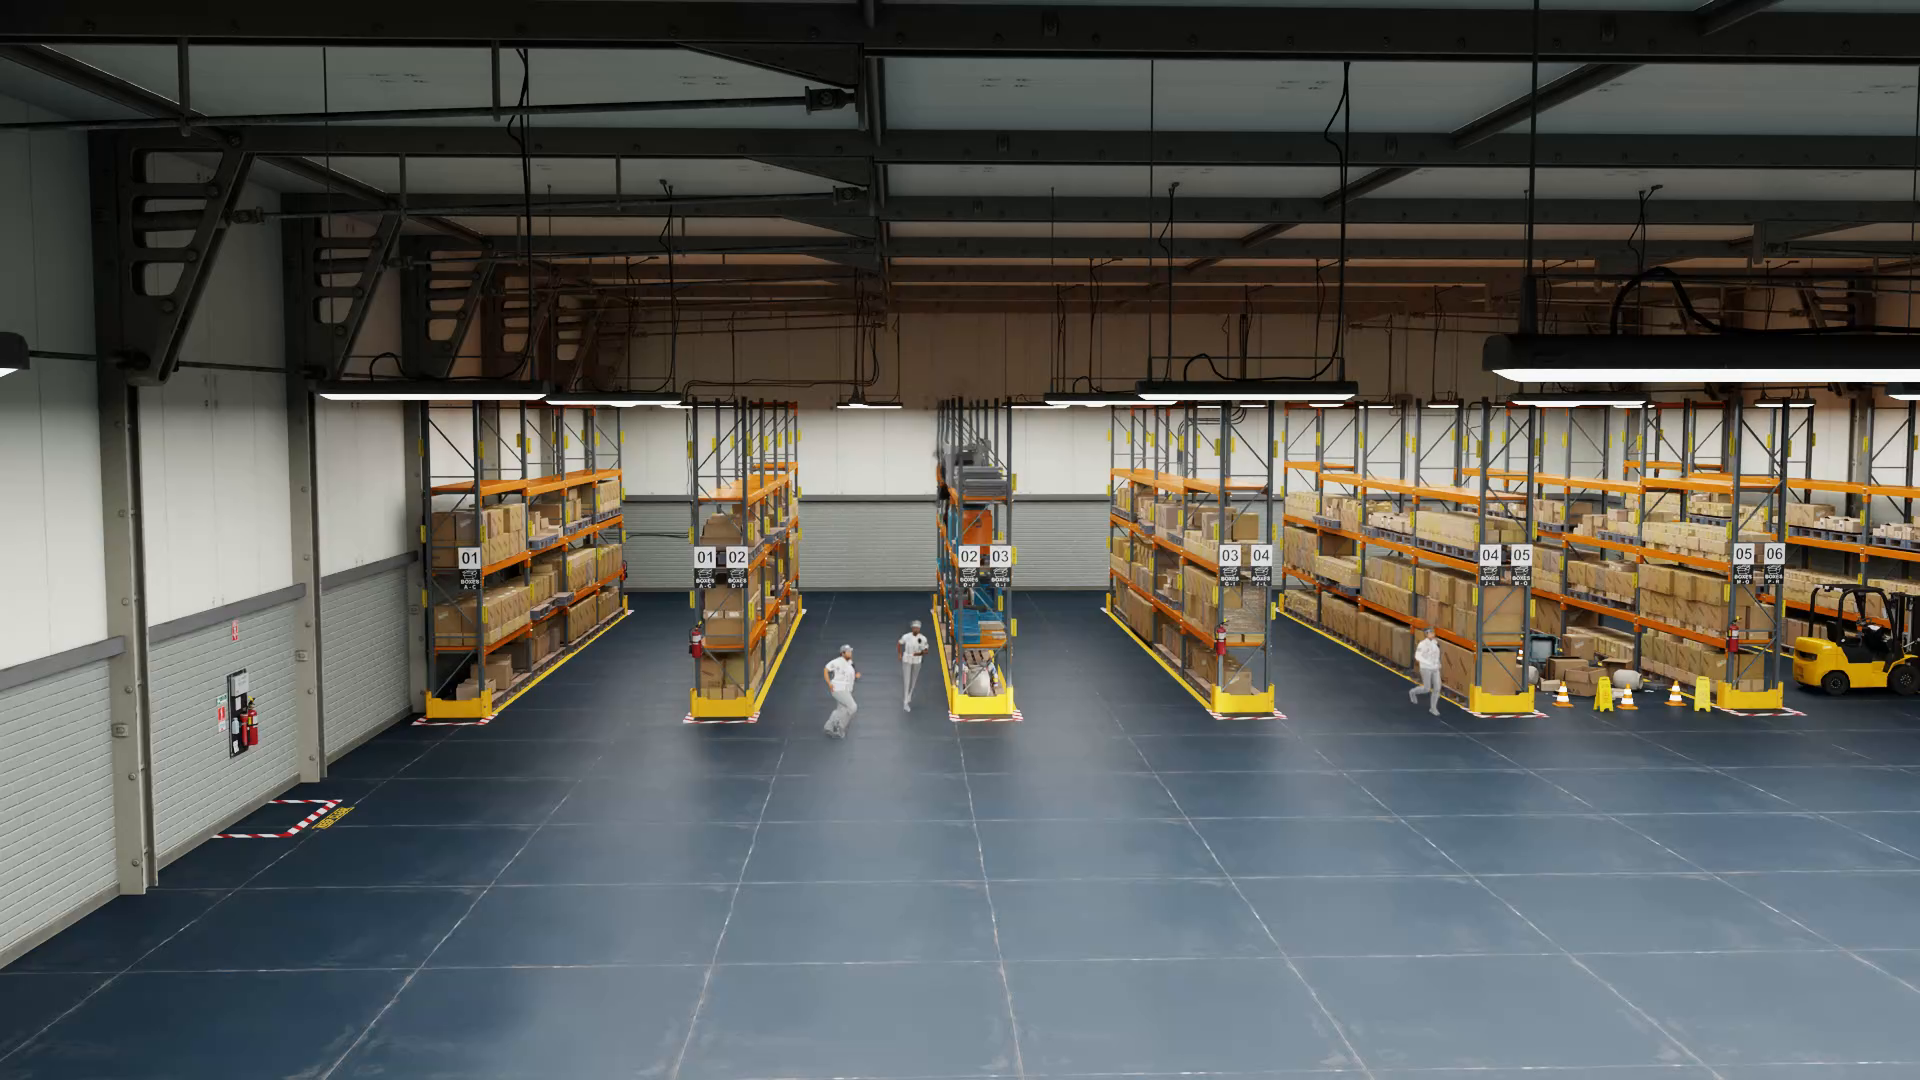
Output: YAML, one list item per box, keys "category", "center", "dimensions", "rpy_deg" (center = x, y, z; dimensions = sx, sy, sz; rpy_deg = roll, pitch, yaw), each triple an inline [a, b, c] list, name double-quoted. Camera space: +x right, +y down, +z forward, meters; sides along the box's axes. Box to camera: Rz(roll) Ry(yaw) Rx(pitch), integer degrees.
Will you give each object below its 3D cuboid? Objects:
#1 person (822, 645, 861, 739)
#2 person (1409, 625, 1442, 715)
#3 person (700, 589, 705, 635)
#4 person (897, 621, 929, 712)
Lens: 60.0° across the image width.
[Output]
- category: "person"
  center: [-2.073, 2.653, 29.129]
  dimensions: [0.734, 1.642, 0.583]
  rpy_deg: [2, 5, 21]
- category: "person"
  center: [8.912, 2.460, 31.688]
  dimensions: [0.627, 1.700, 0.789]
  rpy_deg: [-2, 5, -28]
- category: "person"
  center: [-6.454, 1.569, 42.460]
  dimensions: [0.691, 1.763, 0.799]
  rpy_deg: [0, 4, -1]
- category: "person"
  center: [-0.913, 2.401, 32.189]
  dimensions: [0.570, 1.710, 0.901]
  rpy_deg: [-1, 4, -8]
